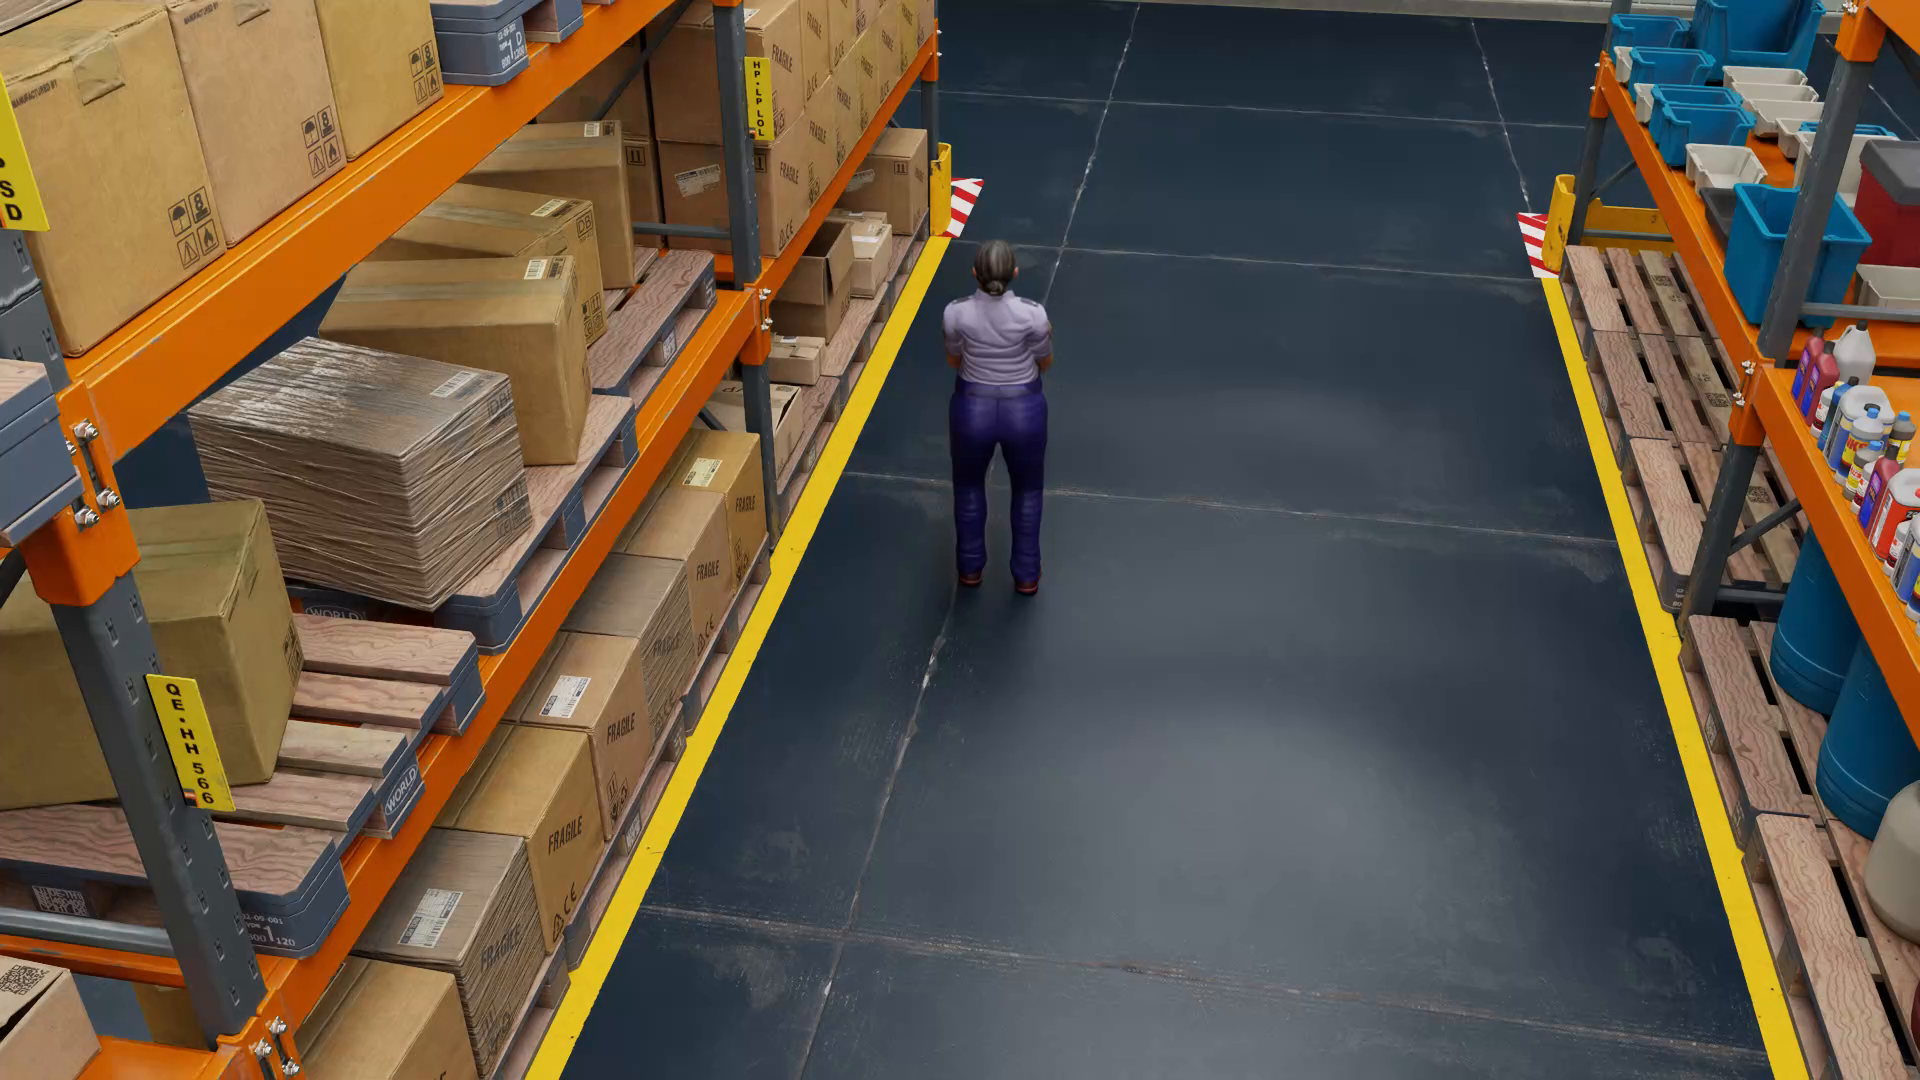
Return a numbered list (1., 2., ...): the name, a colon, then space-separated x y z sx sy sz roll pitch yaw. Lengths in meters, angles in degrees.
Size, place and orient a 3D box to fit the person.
1. person: 0.159 -0.551 7.024 0.453 1.639 0.520 2 33 3
